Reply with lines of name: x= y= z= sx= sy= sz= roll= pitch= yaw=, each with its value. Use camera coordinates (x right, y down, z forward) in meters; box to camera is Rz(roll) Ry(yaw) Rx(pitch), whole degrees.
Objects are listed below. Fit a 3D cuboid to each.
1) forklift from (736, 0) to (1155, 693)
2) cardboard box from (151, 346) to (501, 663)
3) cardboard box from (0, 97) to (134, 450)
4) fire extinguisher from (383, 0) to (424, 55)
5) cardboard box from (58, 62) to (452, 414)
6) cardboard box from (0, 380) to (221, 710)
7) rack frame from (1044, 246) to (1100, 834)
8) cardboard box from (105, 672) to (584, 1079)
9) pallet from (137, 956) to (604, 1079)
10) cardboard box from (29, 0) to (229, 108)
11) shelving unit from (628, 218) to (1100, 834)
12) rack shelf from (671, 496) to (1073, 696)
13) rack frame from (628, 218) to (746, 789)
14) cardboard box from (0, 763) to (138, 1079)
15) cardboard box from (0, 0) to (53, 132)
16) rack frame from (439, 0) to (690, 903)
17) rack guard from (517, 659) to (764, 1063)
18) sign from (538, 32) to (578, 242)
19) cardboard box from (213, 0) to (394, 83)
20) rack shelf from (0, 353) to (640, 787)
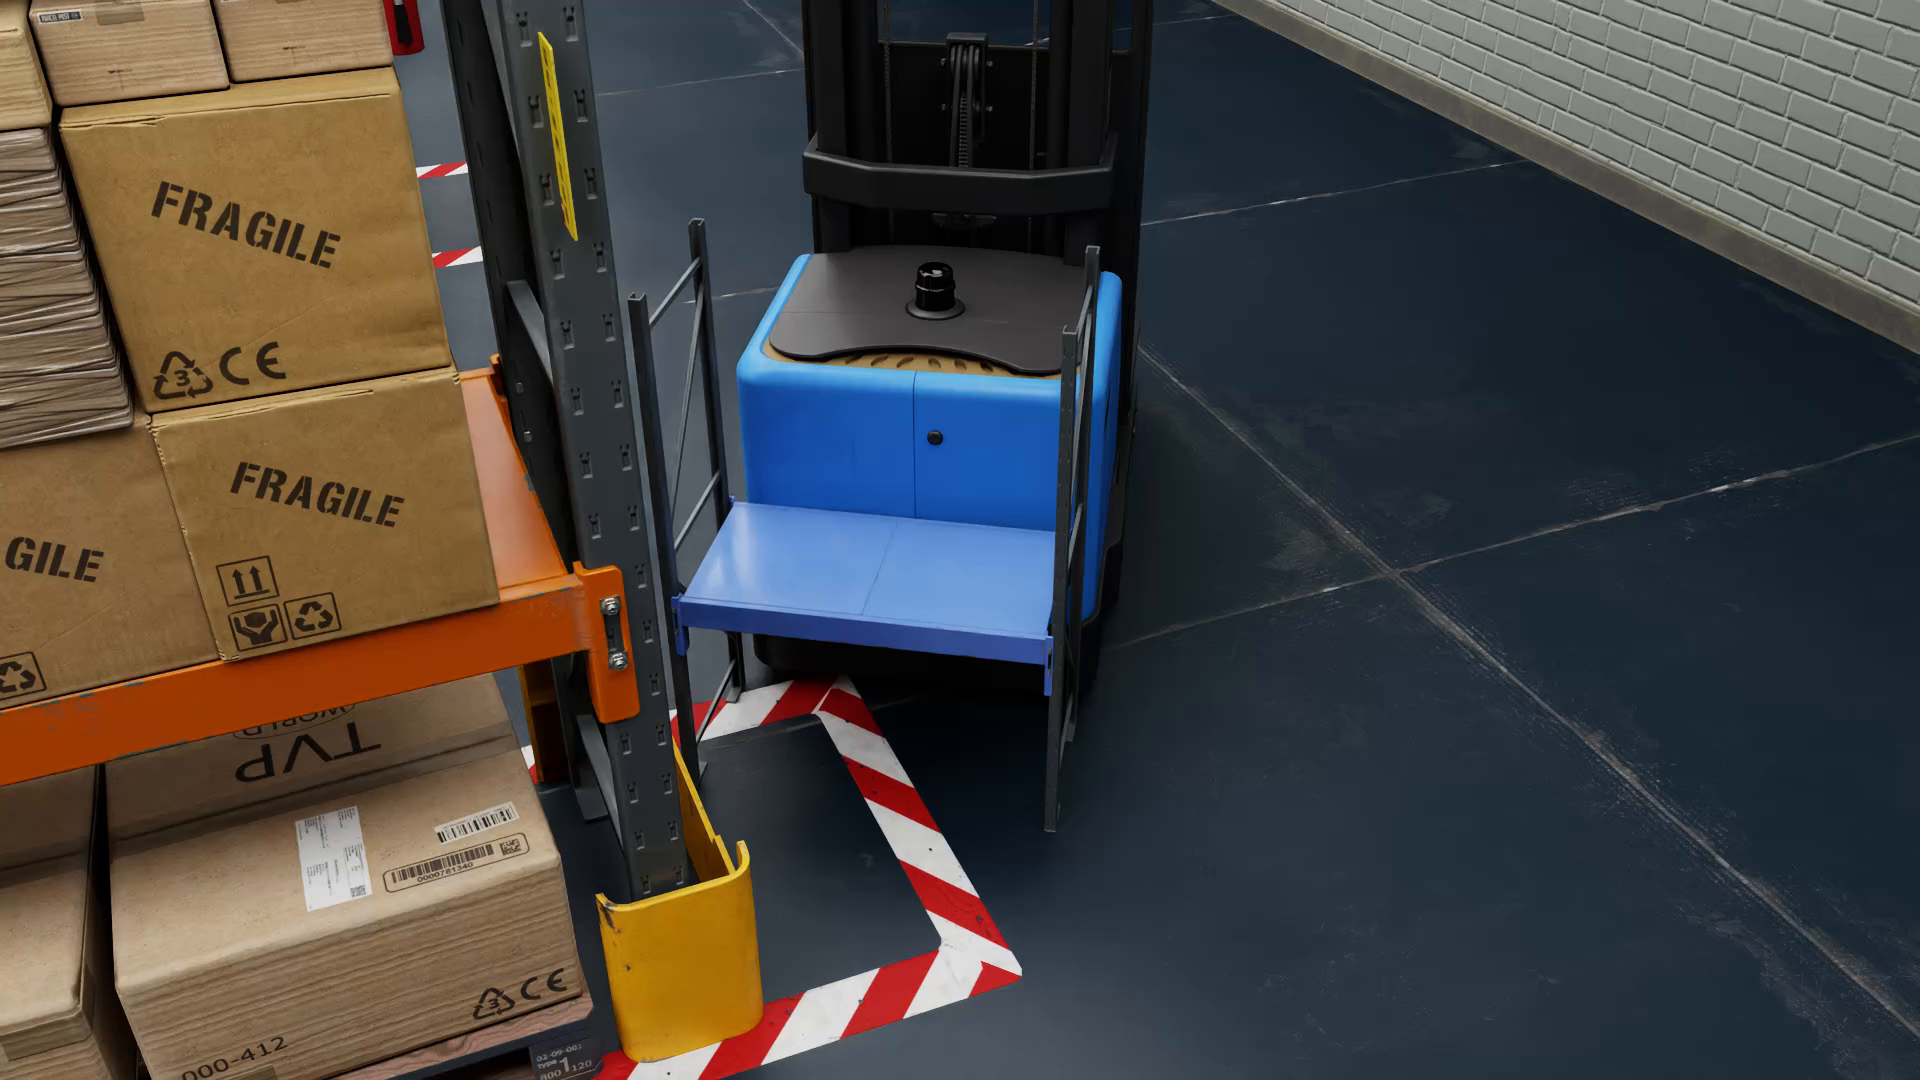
forklift: x=0.088 y=-1.564 z=5.467 sx=1.130 sy=2.935 sz=3.031 roll=4 pitch=33 yaw=7
cardboard box: x=-1.201 y=-0.159 z=3.152 sx=0.500 sy=0.500 sz=0.500 roll=-13 pitch=35 yaw=-19
cardboard box: x=-1.682 y=-0.466 z=2.707 sx=0.500 sy=0.500 sz=0.500 roll=-13 pitch=35 yaw=-19
fire extinguisher: x=-2.457 y=-2.452 z=7.181 sx=0.183 sy=0.674 sz=0.296 roll=-13 pitch=35 yaw=-19
cardboard box: x=-1.211 y=-0.591 z=2.900 sx=0.500 sy=0.500 sz=0.500 roll=-12 pitch=35 yaw=-17
cardboard box: x=-1.670 y=-0.060 z=3.001 sx=0.500 sy=0.500 sz=0.500 roll=-14 pitch=35 yaw=-20
rack frame: x=0.288 y=0.035 z=4.321 sx=0.032 sy=1.500 sz=0.500 roll=6 pitch=33 yaw=8
cardboard box: x=-1.428 y=0.736 z=3.833 sx=0.875 sy=0.438 sz=0.875 roll=-14 pitch=36 yaw=-21
pallet: x=-1.566 y=1.025 z=3.981 sx=1.213 sy=0.211 sz=1.003 roll=-13 pitch=35 yaw=-19
cardboard box: x=-1.337 y=-0.842 z=2.691 sx=0.250 sy=0.149 sz=0.380 roll=-12 pitch=35 yaw=-18
shelving unit: x=-0.213 y=-0.014 z=4.396 sx=1.048 sy=1.500 sz=0.538 roll=6 pitch=33 yaw=8
rack shelf: x=-0.213 y=0.137 z=4.494 sx=1.000 sy=0.185 sz=0.538 roll=6 pitch=33 yaw=8
rack frame: x=-0.713 y=-0.062 z=4.470 sx=0.032 sy=1.500 sz=0.500 roll=6 pitch=33 yaw=8
cardboard box: x=-2.269 y=0.933 z=3.529 sx=0.875 sy=0.438 sz=0.875 roll=-12 pitch=35 yaw=-18
cardboard box: x=-1.542 y=-0.746 z=2.542 sx=0.250 sy=0.149 sz=0.380 roll=-13 pitch=35 yaw=-19
rack frame: x=-0.859 y=-0.352 z=3.540 sx=0.127 sy=3.000 sz=1.000 roll=-13 pitch=35 yaw=-19
rack guard: x=-0.837 y=0.691 z=4.230 sx=0.348 sy=0.500 sz=1.175 roll=-13 pitch=35 yaw=-19
sign: x=-0.661 y=-0.660 z=2.736 sx=0.005 sy=0.325 sz=0.100 roll=-13 pitch=35 yaw=-19
cardboard box: x=-1.112 y=-0.908 z=2.792 sx=0.250 sy=0.149 sz=0.380 roll=-12 pitch=35 yaw=-18
rack shelf: x=-2.703 y=0.372 z=3.087 sx=4.000 sy=0.370 sz=1.077 roll=-13 pitch=35 yaw=-19
